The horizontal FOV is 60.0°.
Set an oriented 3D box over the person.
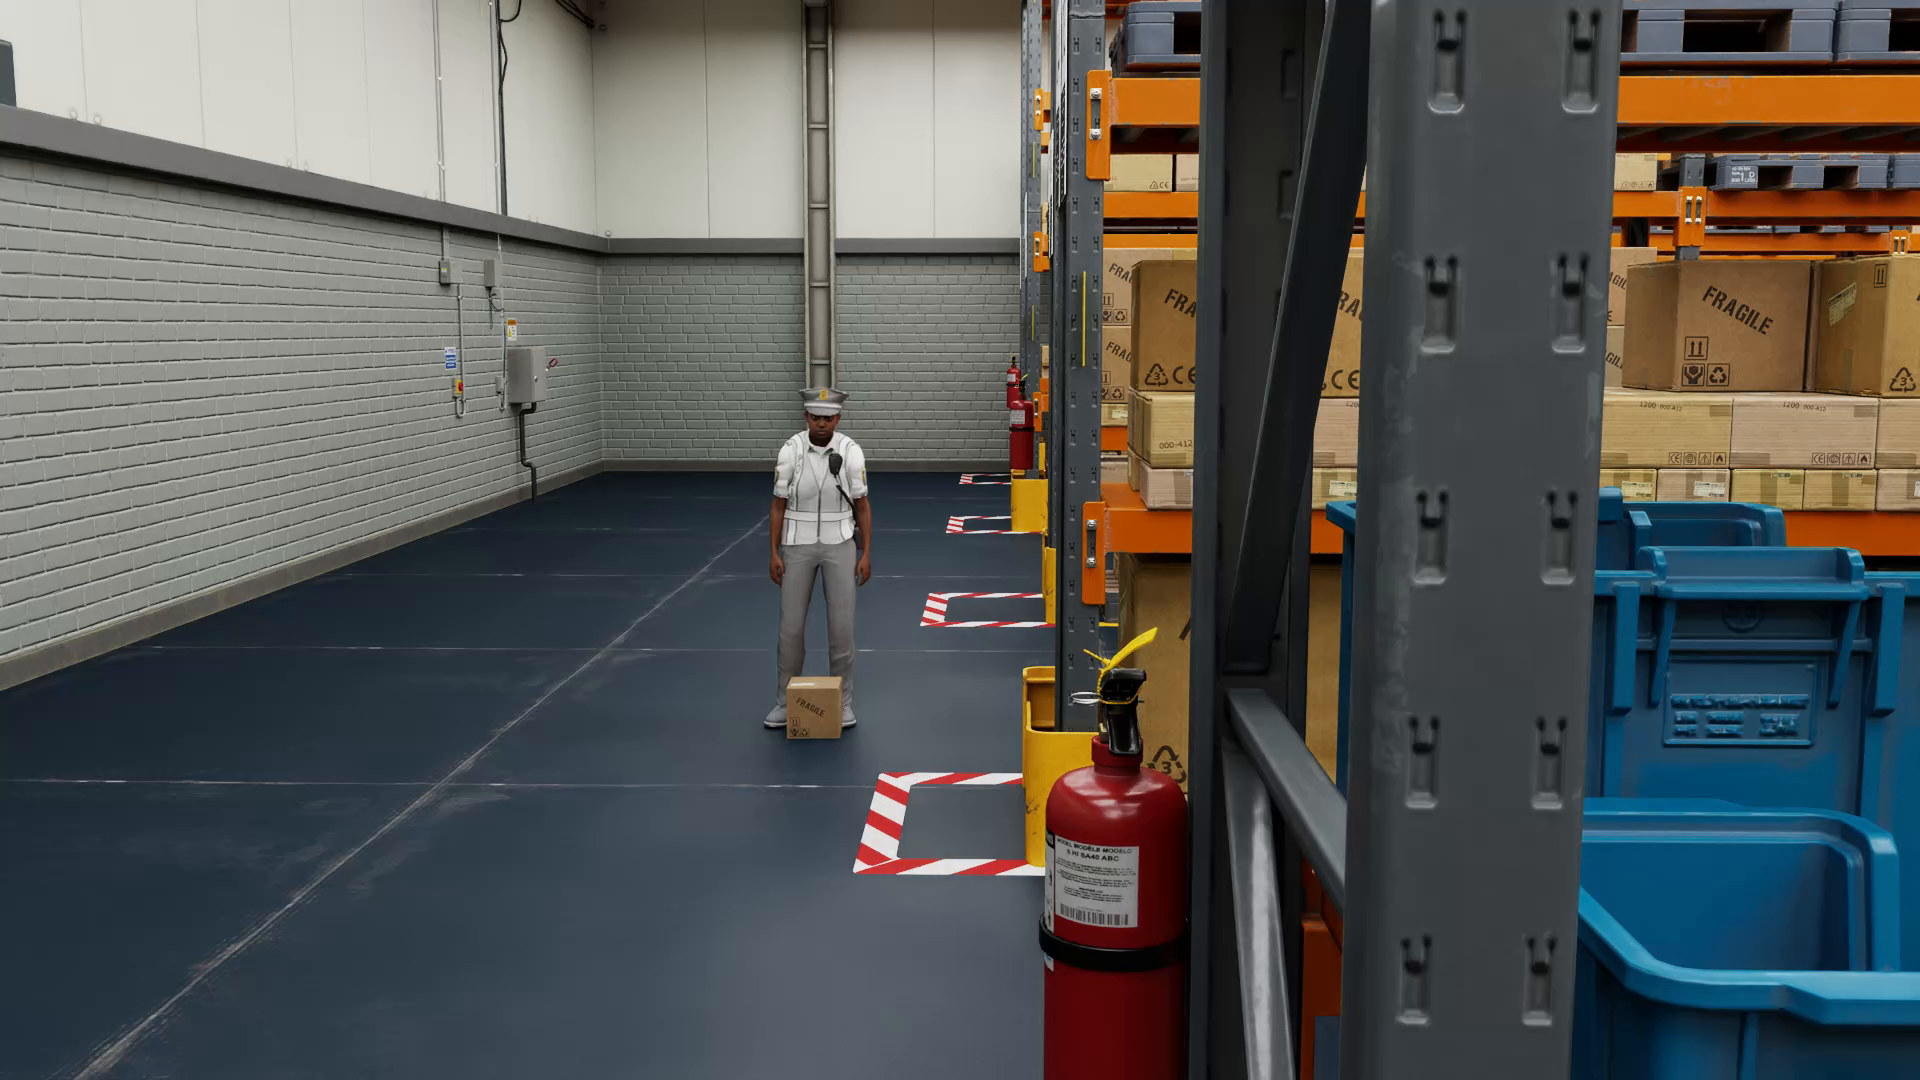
[{"bbox_3d":[-0.699,0.078,8.161,0.532,1.663,0.393,0,7,-2],"label":"person"}]
